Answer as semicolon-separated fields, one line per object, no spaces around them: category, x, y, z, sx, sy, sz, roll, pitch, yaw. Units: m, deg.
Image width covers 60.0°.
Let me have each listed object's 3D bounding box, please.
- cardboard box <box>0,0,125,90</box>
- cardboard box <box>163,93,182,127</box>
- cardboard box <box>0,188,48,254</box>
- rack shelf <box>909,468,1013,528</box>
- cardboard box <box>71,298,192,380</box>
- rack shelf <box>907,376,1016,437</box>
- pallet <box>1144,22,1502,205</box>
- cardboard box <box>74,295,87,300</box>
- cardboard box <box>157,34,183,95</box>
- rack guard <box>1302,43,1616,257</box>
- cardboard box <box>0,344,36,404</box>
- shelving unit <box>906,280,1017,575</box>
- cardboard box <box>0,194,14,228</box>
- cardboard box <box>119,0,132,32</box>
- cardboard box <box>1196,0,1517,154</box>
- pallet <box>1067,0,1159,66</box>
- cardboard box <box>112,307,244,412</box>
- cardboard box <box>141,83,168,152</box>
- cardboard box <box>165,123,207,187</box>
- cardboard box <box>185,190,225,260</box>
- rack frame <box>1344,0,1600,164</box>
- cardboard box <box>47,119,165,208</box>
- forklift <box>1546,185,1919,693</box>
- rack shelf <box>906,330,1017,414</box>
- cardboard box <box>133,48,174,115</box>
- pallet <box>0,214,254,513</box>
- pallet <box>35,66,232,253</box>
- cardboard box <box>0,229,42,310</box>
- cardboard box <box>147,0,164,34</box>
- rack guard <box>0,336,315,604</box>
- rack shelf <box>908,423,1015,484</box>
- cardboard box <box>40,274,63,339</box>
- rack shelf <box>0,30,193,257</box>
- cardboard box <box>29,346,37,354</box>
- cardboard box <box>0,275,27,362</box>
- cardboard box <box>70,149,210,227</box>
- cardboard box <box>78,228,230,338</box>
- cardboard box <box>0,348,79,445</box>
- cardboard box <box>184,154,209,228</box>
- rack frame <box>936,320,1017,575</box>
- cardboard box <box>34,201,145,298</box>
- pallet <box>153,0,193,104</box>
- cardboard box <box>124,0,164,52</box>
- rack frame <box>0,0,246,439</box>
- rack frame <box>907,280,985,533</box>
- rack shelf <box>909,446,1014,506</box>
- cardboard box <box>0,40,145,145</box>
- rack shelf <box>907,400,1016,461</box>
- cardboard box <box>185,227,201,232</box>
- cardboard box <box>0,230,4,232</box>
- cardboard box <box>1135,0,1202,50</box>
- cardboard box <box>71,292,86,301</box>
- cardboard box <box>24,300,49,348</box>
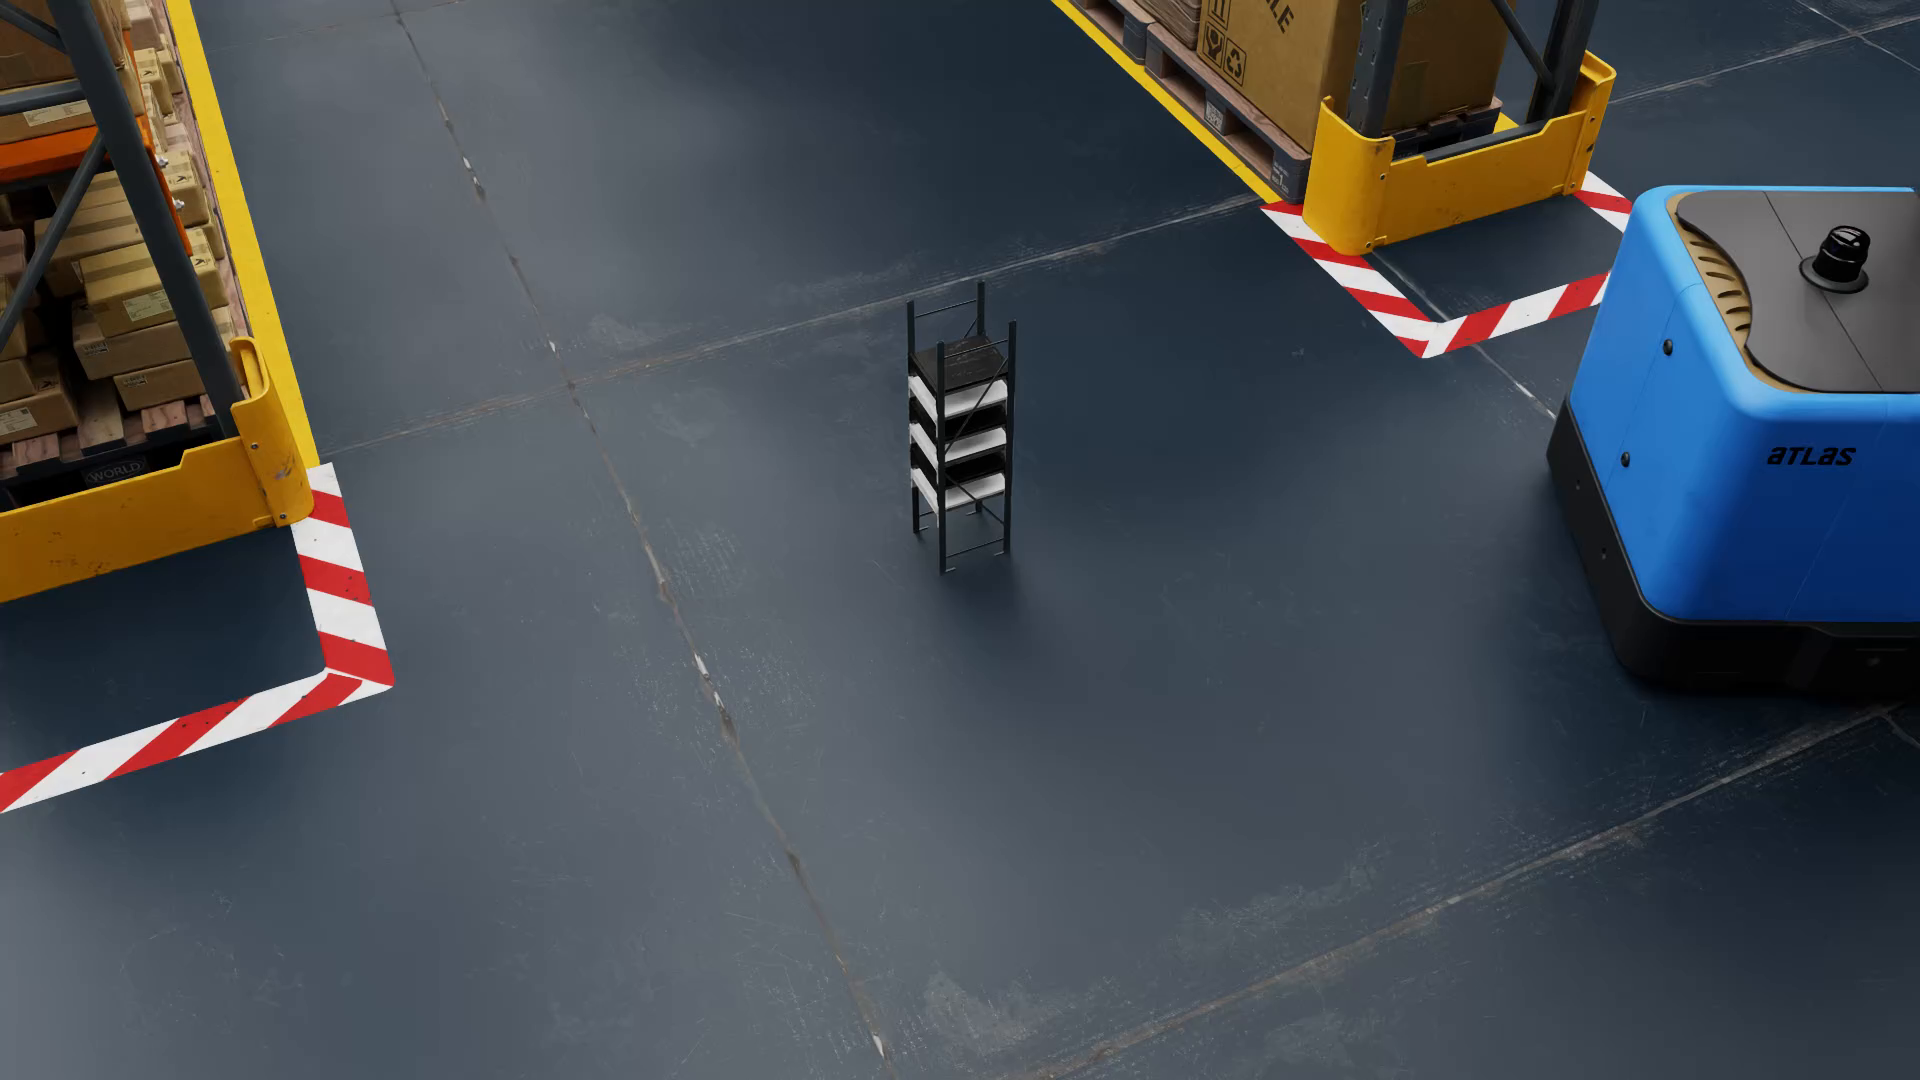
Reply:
cardboard box;-2.567;-1.541;4.393;0.500;0.500;0.500;-16;47;-16
cardboard box;-3.221;-1.577;6.443;0.380;0.149;0.250;-18;47;-17
cardboard box;-3.349;-1.057;5.704;0.380;0.149;0.250;-19;48;-18
rack shelf;0.003;-0.163;5.079;0.258;0.077;0.200;-18;47;-17
cardboard box;-2.616;-0.682;5.324;0.380;0.149;0.250;-16;47;-16
rack shelf;0.003;-0.420;4.826;0.258;0.077;0.200;-18;47;-17
pallet;1.507;-1.926;7.051;1.003;0.211;1.213;-18;47;-17
cardboard box;-2.743;-0.737;5.592;0.380;0.149;0.250;-18;47;-18
cardboard box;-3.401;-1.906;6.777;0.380;0.149;0.250;-18;47;-17
rack guard;1.924;-1.527;6.442;1.175;0.500;0.348;-18;47;-17
cardboard box;-3.110;-0.524;5.165;0.380;0.149;0.250;-19;48;-18
shelving unit;0.003;-0.315;4.929;0.258;0.900;0.210;-18;47;-17
cardboard box;-3.410;-1.129;5.566;0.380;0.149;0.250;-20;48;-19
cardboard box;-2.677;-1.583;4.897;0.380;0.149;0.250;-19;48;-19
cardboard box;1.572;-2.209;6.567;0.875;0.875;0.875;-18;47;-17
pallet;0.998;-2.702;7.838;1.003;0.211;1.213;-18;47;-17
cardboard box;-2.559;-0.595;5.448;0.380;0.149;0.250;-17;47;-17
cardboard box;-3.043;-1.464;5.905;0.380;0.149;0.250;-16;47;-16
cardboard box;-3.081;-1.408;6.272;0.380;0.149;0.250;-20;48;-19
cardboard box;-2.862;-1.089;5.949;0.380;0.149;0.250;-17;47;-17
rack frame;1.914;-2.432;5.579;1.000;3.000;0.127;-18;47;-17
cardboard box;-2.935;-1.284;5.723;0.380;0.149;0.250;-20;48;-19
forklift;3.419;-0.945;4.121;3.031;2.935;1.130;1;45;1
rack shelf;0.003;-0.484;4.762;0.258;0.077;0.200;-18;47;-17
cardboard box;-3.112;-1.645;6.089;0.380;0.149;0.250;-17;47;-17
pallet;-2.970;-0.616;5.724;1.003;0.211;1.213;-18;47;-17
pallet;-3.479;-1.392;6.510;1.003;0.211;1.213;-18;47;-17
cardboard box;-3.135;-0.818;5.250;0.380;0.149;0.250;-17;47;-17
cardboard box;-3.634;-2.226;7.102;0.380;0.149;0.250;-20;48;-19
rack guard;-2.661;-0.190;5.087;1.175;0.500;0.348;-18;47;-17
rack shelf;0.003;-0.291;4.952;0.258;0.077;0.200;-18;47;-17
cardboard box;-3.272;-0.768;5.623;0.380;0.149;0.250;-18;47;-18
rack shelf;-3.470;-2.050;5.704;1.077;0.370;4.000;-18;47;-17
cardboard box;-3.239;-0.574;5.427;0.380;0.149;0.250;-17;47;-16
cardboard box;-3.081;-0.641;5.071;0.380;0.149;0.250;-18;47;-17
cardboard box;-2.756;-1.151;5.588;0.380;0.149;0.250;-18;47;-18
cardboard box;-2.541;-0.812;5.245;0.380;0.149;0.250;-20;48;-19
cardboard box;-3.039;-0.440;5.291;0.380;0.149;0.250;-17;47;-17
cardboard box;-2.873;-1.198;5.848;0.380;0.149;0.250;-17;47;-16
rack frame;0.046;-0.250;4.863;0.240;0.900;0.006;-18;47;-17
cardboard box;-2.766;-0.952;5.387;0.380;0.149;0.250;-17;47;-17
pallet;-3.996;-2.170;7.299;1.003;0.211;1.213;-18;47;-17
cardboard box;-3.310;-1.968;6.416;0.380;0.149;0.250;-20;48;-19
rack frame;-2.629;-1.032;4.160;1.000;3.000;0.127;-18;47;-17
rack frame;-0.039;-0.380;4.994;0.240;0.900;0.006;-18;47;-17
rack shelf;0.003;-0.227;5.015;0.258;0.077;0.200;-18;47;-17
cardboard box;-2.468;-1.245;4.555;0.380;0.149;0.250;-18;48;-18
rack shelf;0.003;-0.355;4.889;0.258;0.077;0.200;-18;47;-17
cardboard box;-2.680;-0.873;5.518;0.380;0.149;0.250;-18;47;-18
cardboard box;-3.330;-0.855;5.500;0.380;0.149;0.250;-20;48;-19
cardboard box;1.190;-2.789;7.155;0.875;0.875;0.875;-18;47;-17
cardboard box;-2.854;-0.894;5.751;0.380;0.149;0.250;-18;47;-17
cardboard box;-3.171;-0.707;5.350;0.380;0.149;0.250;-19;48;-18
